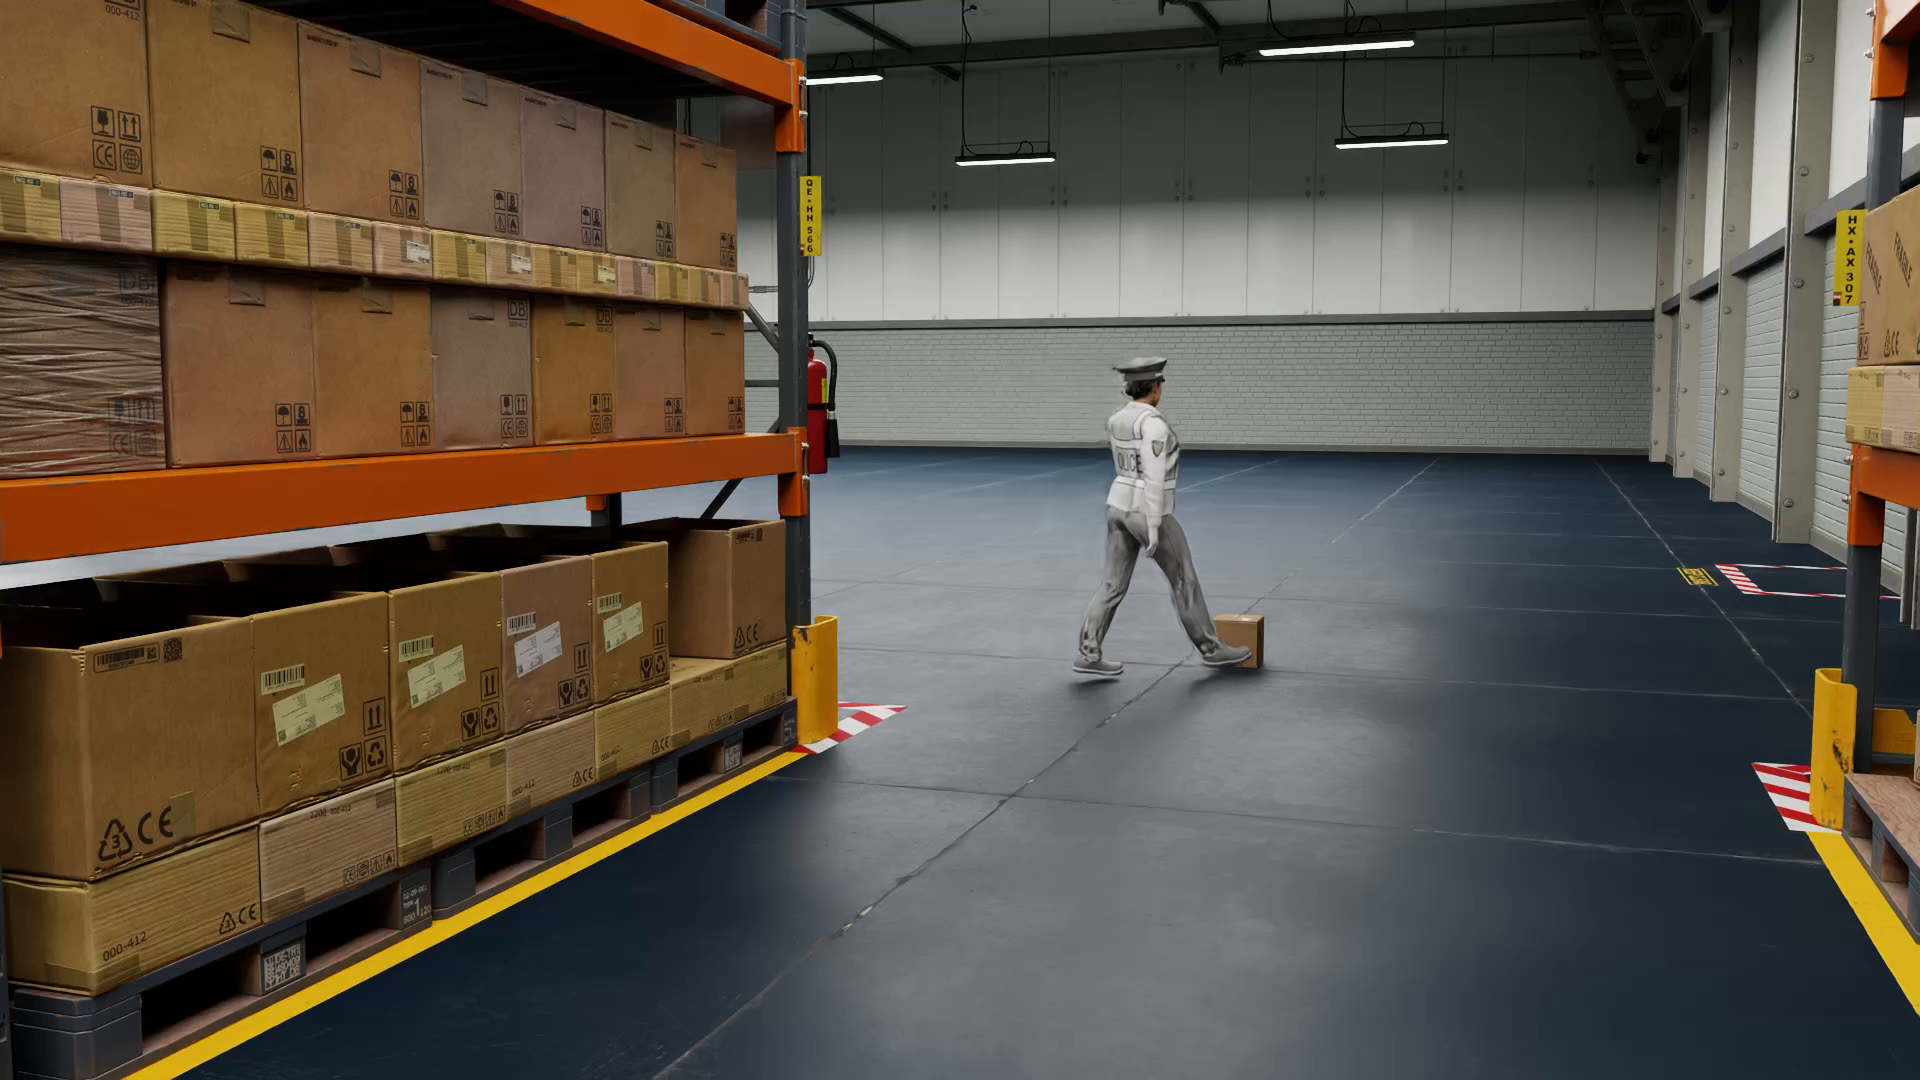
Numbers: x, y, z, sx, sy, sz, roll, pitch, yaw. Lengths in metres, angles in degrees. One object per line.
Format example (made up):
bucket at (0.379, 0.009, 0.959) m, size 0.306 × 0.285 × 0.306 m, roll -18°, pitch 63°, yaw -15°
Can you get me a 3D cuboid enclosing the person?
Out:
person at (1.037, -0.126, 8.524) m, size 0.954 × 1.622 × 0.529 m, roll -3°, pitch 6°, yaw -30°
